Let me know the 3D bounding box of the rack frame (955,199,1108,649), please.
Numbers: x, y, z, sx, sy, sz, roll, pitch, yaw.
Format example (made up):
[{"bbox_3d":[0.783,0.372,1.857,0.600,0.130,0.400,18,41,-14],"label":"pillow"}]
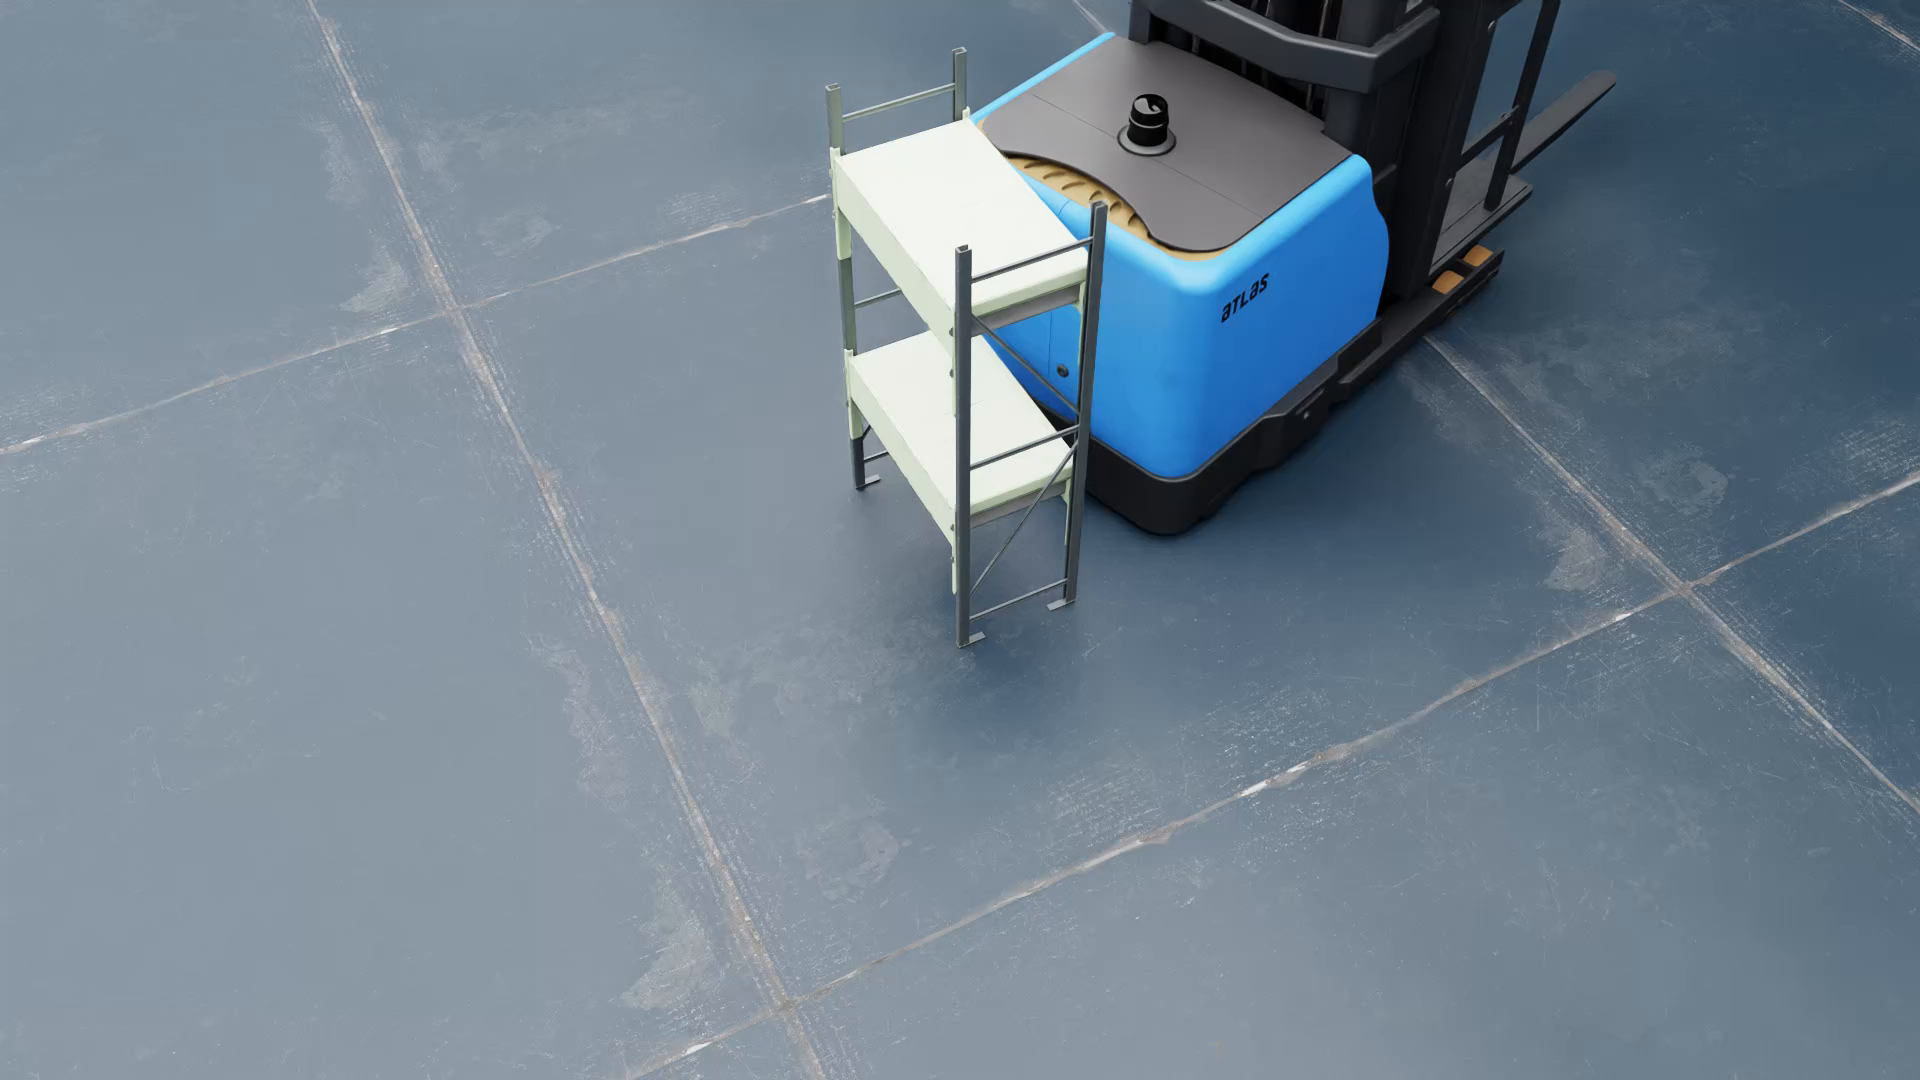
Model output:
[{"bbox_3d":[0.171,-0.244,4.467,0.400,1.500,0.023,-21,52,-18],"label":"rack frame"}]

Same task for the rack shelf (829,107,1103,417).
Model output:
[{"bbox_3d":[0.003,-0.746,4.388,0.431,0.370,0.720,-21,52,-18],"label":"rack shelf"}]

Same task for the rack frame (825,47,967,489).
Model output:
[{"bbox_3d":[-0.164,-0.734,4.896,0.400,1.500,0.023,-21,52,-18],"label":"rack frame"}]

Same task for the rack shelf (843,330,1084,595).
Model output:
[{"bbox_3d":[0.003,-0.275,4.927,0.431,0.370,0.720,-21,52,-18],"label":"rack shelf"}]

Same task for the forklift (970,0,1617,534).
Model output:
[{"bbox_3d":[1.308,-1.999,5.051,1.130,2.935,3.031,36,58,27],"label":"forklift"}]

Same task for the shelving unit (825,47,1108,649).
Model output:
[{"bbox_3d":[0.003,-0.489,4.682,0.431,1.500,0.755,-21,52,-18],"label":"shelving unit"}]
